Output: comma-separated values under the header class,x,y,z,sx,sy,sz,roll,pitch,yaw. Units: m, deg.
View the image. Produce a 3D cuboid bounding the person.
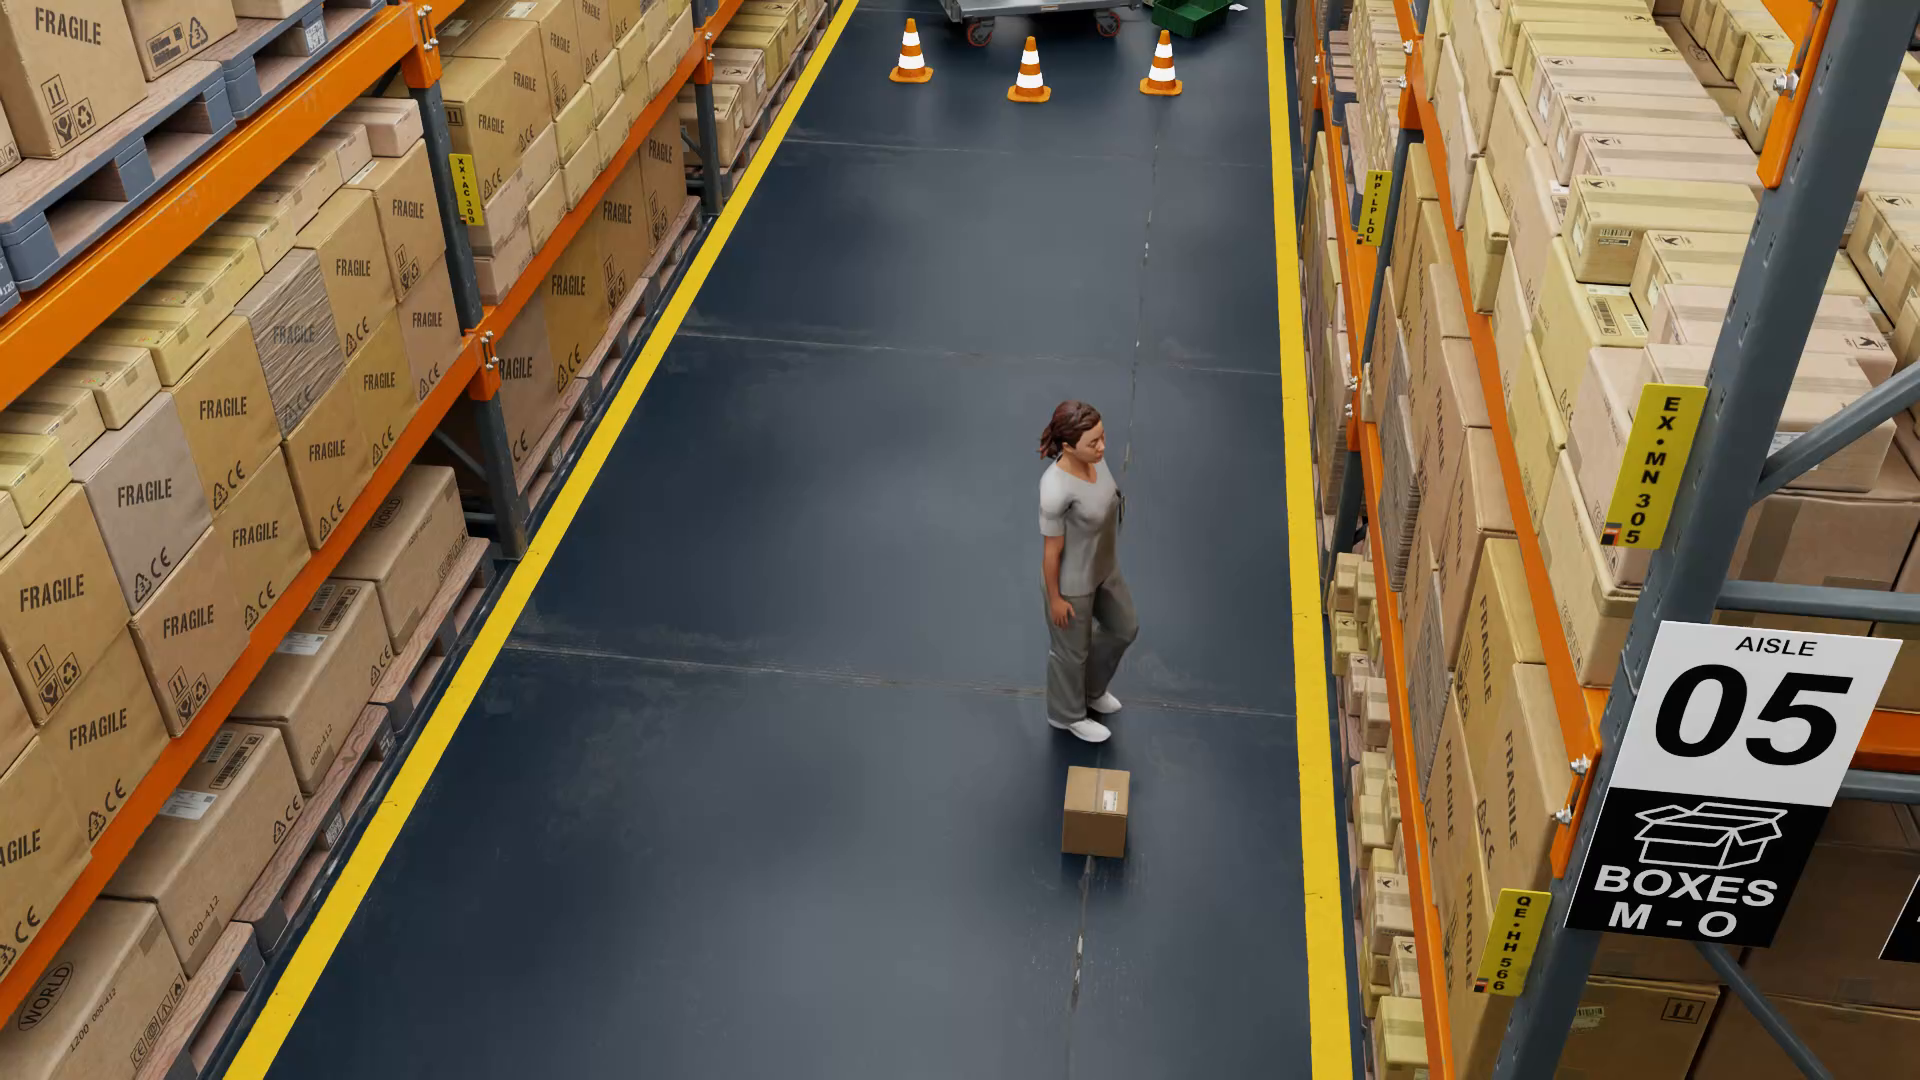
class,x,y,z,sx,sy,sz,roll,pitch,yaw
person,0.501,0.154,6.834,0.414,1.692,0.481,19,40,23
